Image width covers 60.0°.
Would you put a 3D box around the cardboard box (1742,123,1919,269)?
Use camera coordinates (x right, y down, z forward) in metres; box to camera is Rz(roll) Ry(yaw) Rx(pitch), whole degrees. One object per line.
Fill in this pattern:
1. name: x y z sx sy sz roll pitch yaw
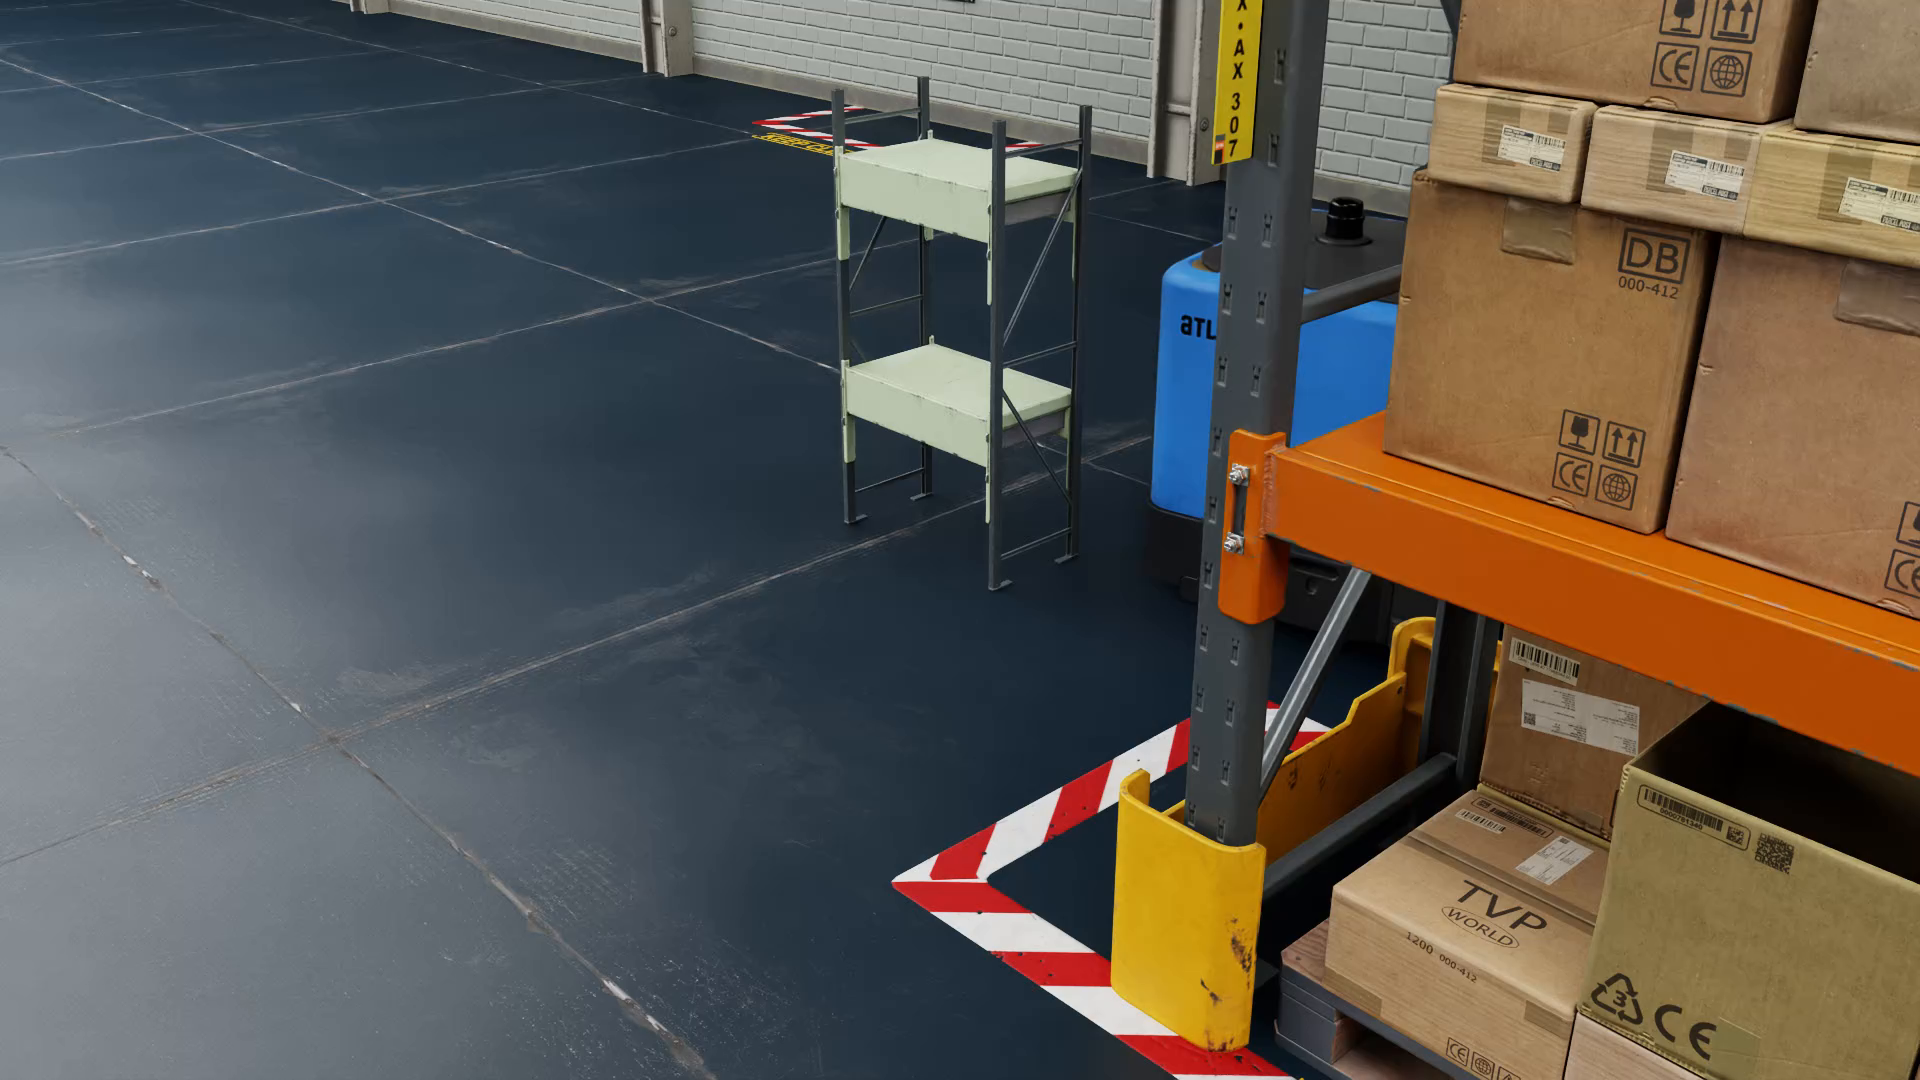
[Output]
1. cardboard box: 1.325 -0.511 2.354 0.380 0.149 0.250 -21 32 -38

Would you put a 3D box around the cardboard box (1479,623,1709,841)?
1. cardboard box: 1.446 0.291 3.401 0.500 0.500 0.500 -21 32 -38

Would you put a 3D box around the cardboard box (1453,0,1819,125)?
1. cardboard box: 1.208 -0.980 2.601 0.700 0.500 0.500 -21 32 -38

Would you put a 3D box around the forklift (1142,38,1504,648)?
1. forklift: 2.086 -0.979 4.365 3.031 2.935 1.130 16 29 32

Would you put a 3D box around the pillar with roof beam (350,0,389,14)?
1. pillar with roof beam: -9.860 -8.907 14.432 9.100 9.000 0.400 -21 32 -38

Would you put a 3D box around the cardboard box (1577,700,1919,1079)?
1. cardboard box: 1.409 0.590 2.746 0.500 0.500 0.500 -21 32 -38

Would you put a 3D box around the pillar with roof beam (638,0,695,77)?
1. pillar with roof beam: -5.759 -7.089 10.447 9.100 9.000 0.400 -21 32 -38

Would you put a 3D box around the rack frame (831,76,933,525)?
1. rack frame: -0.255 -0.795 5.686 0.400 1.500 0.023 -21 32 -38

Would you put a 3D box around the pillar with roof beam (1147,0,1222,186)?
1. pillar with roof beam: -1.658 -5.271 6.462 9.100 9.000 0.400 -21 32 -38

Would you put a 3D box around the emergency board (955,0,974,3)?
1. emergency board: -0.169 -4.530 12.066 0.157 1.169 0.626 -21 32 -38

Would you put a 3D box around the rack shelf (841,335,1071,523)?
1. rack shelf: -0.005 -0.388 5.578 0.431 0.370 0.720 -21 32 -38

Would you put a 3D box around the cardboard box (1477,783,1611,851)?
1. cardboard box: 1.444 0.633 3.555 0.500 0.250 0.500 -21 32 -38

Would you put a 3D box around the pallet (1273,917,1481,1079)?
1. pallet: 1.415 0.983 3.341 1.003 0.211 1.213 -21 32 -38

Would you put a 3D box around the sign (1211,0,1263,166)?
1. sign: 0.453 -0.780 2.707 0.100 0.325 0.005 -21 32 -38

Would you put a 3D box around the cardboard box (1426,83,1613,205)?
1. cardboard box: 0.973 -0.666 2.694 0.380 0.149 0.250 -22 32 -39

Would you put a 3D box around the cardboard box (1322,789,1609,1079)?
1. cardboard box: 1.066 0.780 3.233 0.500 0.250 0.500 -21 32 -38

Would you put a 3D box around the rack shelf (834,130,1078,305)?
1. rack shelf: -0.005 -1.039 5.281 0.431 0.370 0.720 -21 32 -38

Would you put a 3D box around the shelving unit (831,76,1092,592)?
1. shelving unit: -0.005 -0.684 5.443 0.431 1.500 0.755 -21 32 -38

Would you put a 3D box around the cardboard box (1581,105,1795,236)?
1. cardboard box: 1.156 -0.587 2.520 0.380 0.149 0.250 -22 33 -40

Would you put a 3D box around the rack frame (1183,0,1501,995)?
1. rack frame: 0.862 -0.505 3.244 1.000 3.000 0.127 -21 32 -38

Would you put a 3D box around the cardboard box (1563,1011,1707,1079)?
1. cardboard box: 1.411 0.931 2.903 0.500 0.250 0.500 -21 32 -38

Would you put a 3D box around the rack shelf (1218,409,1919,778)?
1. rack shelf: 2.229 0.428 2.065 1.077 0.370 4.000 -21 32 -38

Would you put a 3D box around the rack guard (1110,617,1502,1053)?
1. rack guard: 0.846 0.625 3.779 1.175 0.500 0.348 -21 32 -38

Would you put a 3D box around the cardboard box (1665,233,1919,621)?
1. cardboard box: 1.534 -0.248 2.559 0.700 0.500 0.500 -20 31 -37

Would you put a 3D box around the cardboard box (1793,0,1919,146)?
1. cardboard box: 1.572 -0.822 2.255 0.700 0.500 0.500 -22 33 -40

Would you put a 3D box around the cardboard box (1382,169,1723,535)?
1. cardboard box: 1.172 -0.406 2.905 0.700 0.500 0.500 -21 32 -38

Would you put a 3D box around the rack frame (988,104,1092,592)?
1. rack frame: 0.246 -0.573 5.200 0.400 1.500 0.023 -21 32 -38
